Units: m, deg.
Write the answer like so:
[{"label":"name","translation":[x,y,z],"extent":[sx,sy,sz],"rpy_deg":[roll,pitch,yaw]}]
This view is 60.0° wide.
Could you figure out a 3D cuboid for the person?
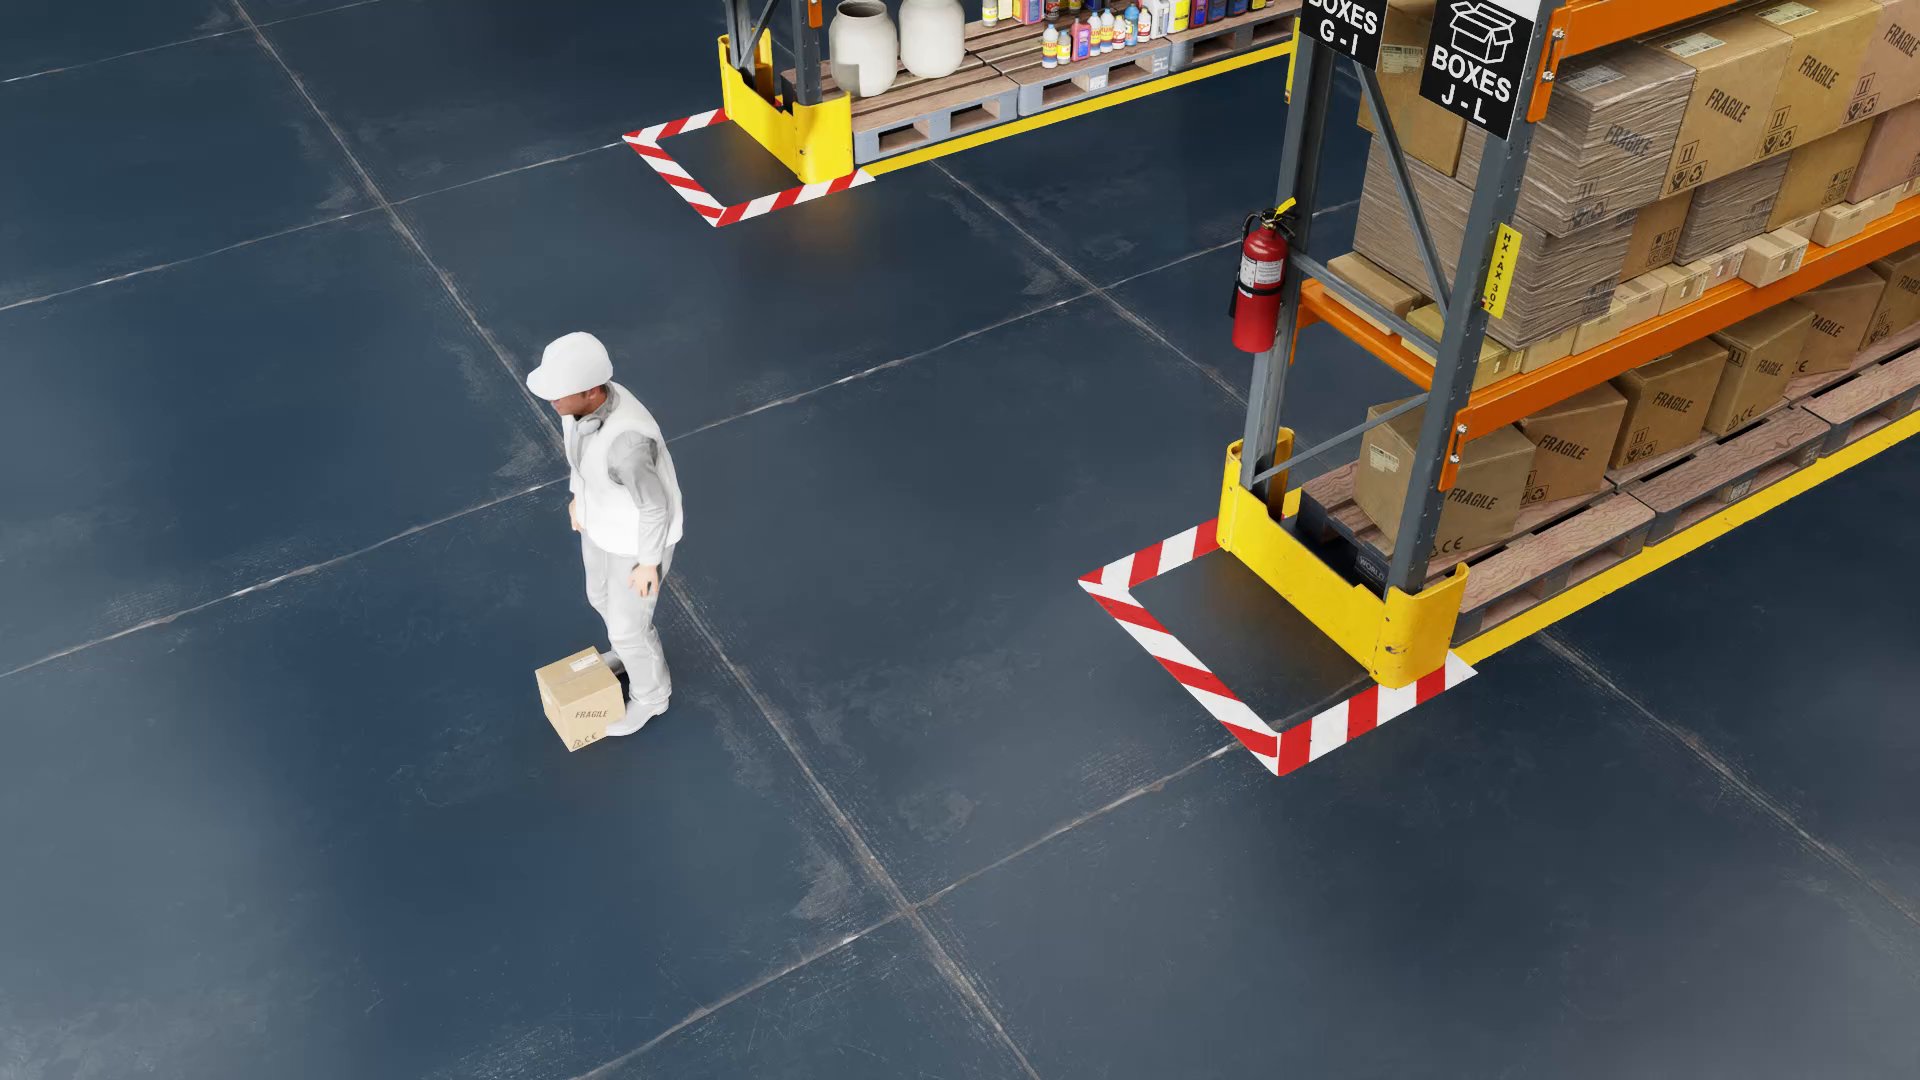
[{"label":"person","translation":[-1.276,-0.040,6.184],"extent":[0.475,1.771,0.593],"rpy_deg":[-25,47,-27]}]
